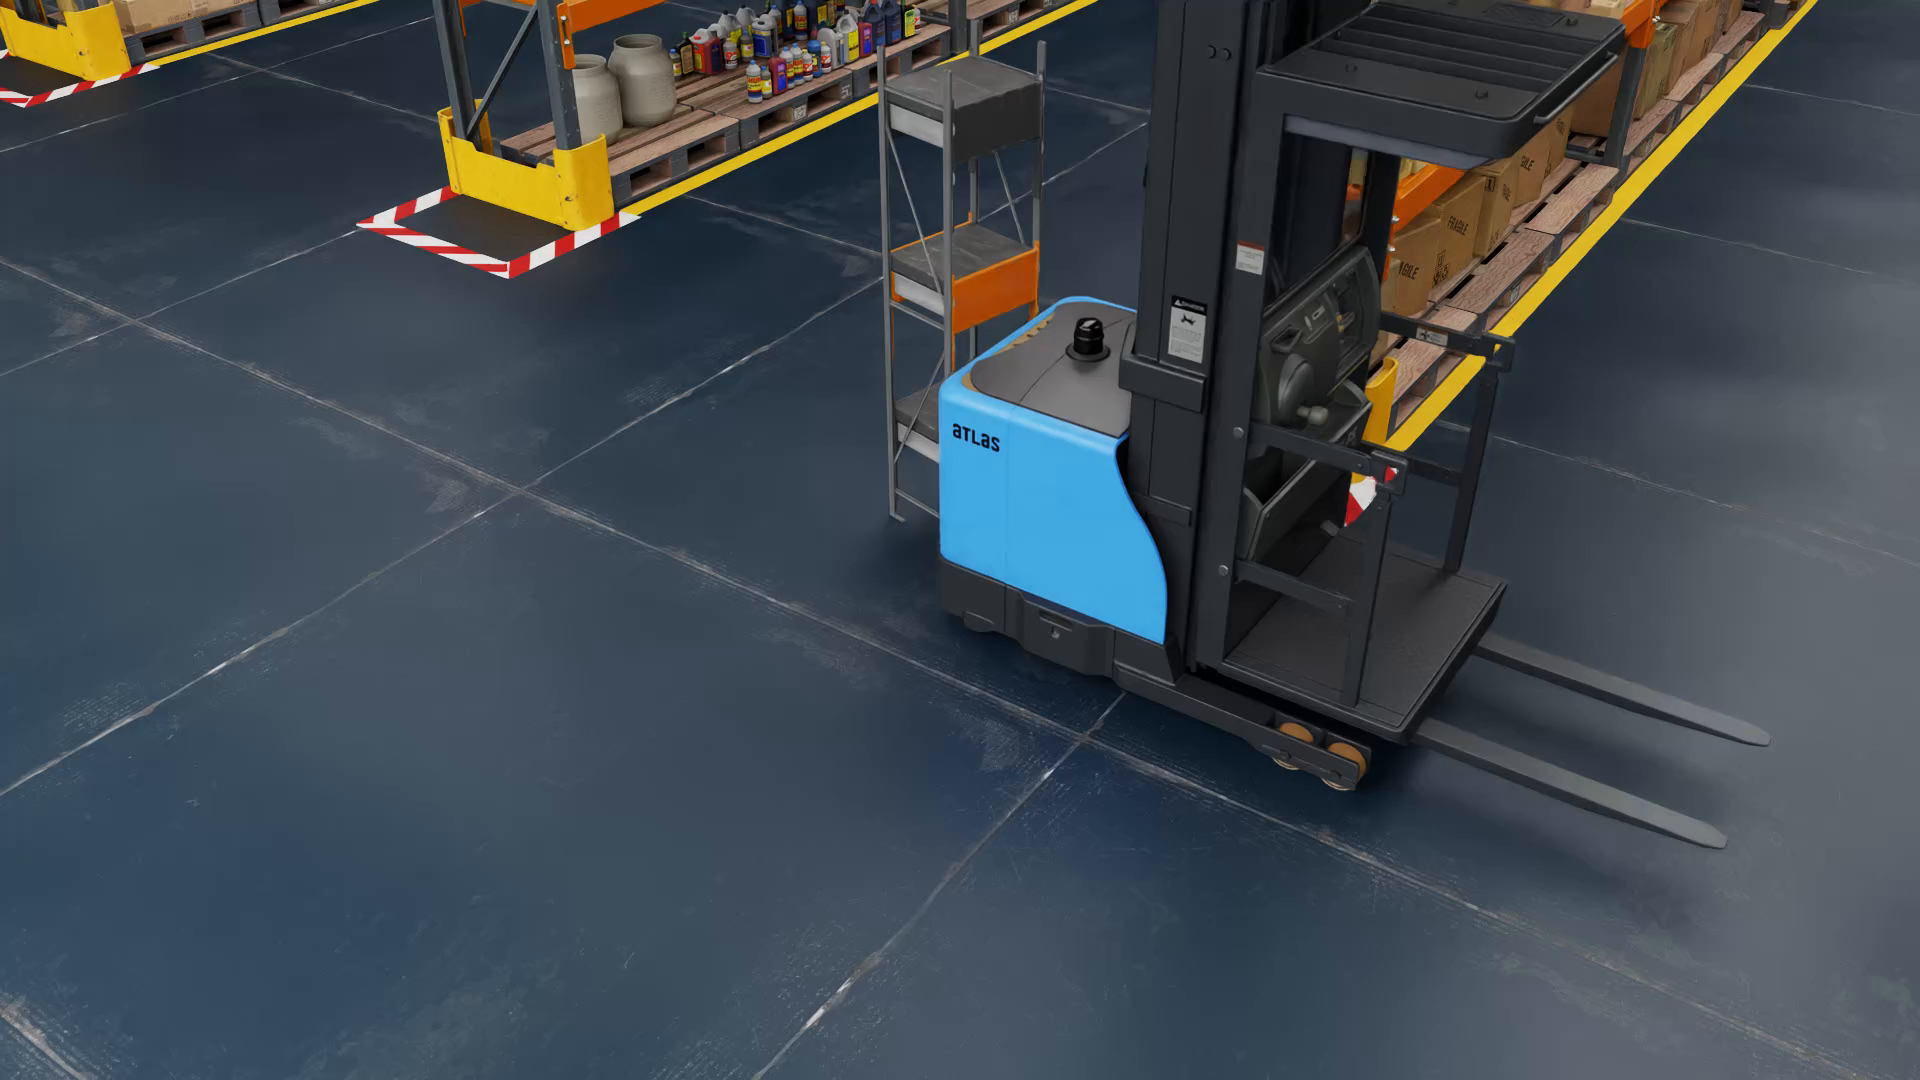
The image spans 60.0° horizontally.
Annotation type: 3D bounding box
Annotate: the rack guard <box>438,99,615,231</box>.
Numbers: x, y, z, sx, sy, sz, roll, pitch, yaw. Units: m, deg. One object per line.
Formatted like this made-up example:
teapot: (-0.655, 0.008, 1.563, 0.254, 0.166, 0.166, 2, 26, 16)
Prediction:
rack guard: (-2.670, -2.315, 10.228, 1.175, 0.500, 0.348, 21, 39, 28)

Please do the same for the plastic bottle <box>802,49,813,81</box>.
plastic bottle: (-1.076, -3.308, 11.569, 0.097, 0.201, 0.097, 0, 34, 0)

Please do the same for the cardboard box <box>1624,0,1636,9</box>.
cardboard box: (3.644, -3.151, 9.456, 0.380, 0.149, 0.250, 21, 39, 28)

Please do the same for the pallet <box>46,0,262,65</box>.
pallet: (-6.340, -4.095, 13.117, 1.003, 0.211, 1.213, 21, 39, 28)

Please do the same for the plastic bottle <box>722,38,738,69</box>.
plastic bottle: (-1.629, -3.449, 11.778, 0.097, 0.201, 0.097, 0, 34, 0)

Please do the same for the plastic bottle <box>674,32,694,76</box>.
plastic bottle: (-1.936, -3.403, 11.636, 0.061, 0.283, 0.133, 22, 40, 29)

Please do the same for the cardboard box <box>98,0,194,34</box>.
cardboard box: (-6.253, -4.095, 12.708, 0.500, 0.250, 0.500, 21, 39, 28)

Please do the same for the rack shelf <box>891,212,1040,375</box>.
rack shelf: (0.007, -0.984, 6.856, 0.480, 0.518, 0.431, -28, 43, -34)

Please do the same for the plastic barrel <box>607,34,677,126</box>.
plastic barrel: (-2.076, -3.002, 10.858, 0.421, 0.512, 0.421, 0, 34, 0)

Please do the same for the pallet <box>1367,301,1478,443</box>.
pallet: (1.930, -0.961, 8.483, 1.003, 0.211, 1.213, 21, 39, 28)

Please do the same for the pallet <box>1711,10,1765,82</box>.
pallet: (5.509, -3.886, 12.808, 1.003, 0.211, 1.213, 21, 39, 28)

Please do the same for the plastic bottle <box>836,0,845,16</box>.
plastic bottle: (-0.936, -4.187, 12.807, 0.097, 0.271, 0.097, 0, 34, 0)

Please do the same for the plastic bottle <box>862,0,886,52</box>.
plastic bottle: (-0.634, -3.750, 12.089, 0.144, 0.351, 0.185, 19, 39, 26)

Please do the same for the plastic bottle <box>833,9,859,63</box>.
plastic bottle: (-0.818, -3.601, 11.870, 0.144, 0.351, 0.185, 21, 39, 28)

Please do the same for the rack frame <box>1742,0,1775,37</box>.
rack frame: (5.956, -5.400, 12.558, 1.000, 3.000, 0.127, 21, 39, 28)

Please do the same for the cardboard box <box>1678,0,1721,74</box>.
cardboard box: (4.967, -3.710, 11.897, 0.700, 0.500, 0.500, 25, 41, 32)

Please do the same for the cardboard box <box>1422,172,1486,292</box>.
cardboard box: (2.450, -1.707, 8.954, 0.500, 0.500, 0.500, 25, 42, 32)

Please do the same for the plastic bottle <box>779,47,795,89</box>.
plastic bottle: (-1.189, -3.245, 11.414, 0.097, 0.271, 0.097, 0, 34, 0)

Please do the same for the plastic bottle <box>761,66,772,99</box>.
plastic bottle: (-1.326, -3.106, 11.271, 0.097, 0.201, 0.097, 0, 34, 0)

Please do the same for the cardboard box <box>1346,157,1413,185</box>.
cardboard box: (1.753, -1.670, 7.266, 0.380, 0.149, 0.250, 21, 39, 28)

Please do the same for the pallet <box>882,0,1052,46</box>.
pallet: (0.022, -4.360, 13.509, 1.003, 0.211, 1.213, 21, 39, 28)

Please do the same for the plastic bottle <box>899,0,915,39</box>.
plastic bottle: (-0.397, -3.872, 12.330, 0.061, 0.283, 0.133, 23, 41, 30)

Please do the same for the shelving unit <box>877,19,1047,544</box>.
shelving unit: (0.007, -0.996, 6.848, 0.503, 2.100, 0.431, -28, 43, -34)

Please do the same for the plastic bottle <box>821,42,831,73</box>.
plastic bottle: (-0.958, -3.403, 11.709, 0.097, 0.201, 0.097, 0, 34, 0)

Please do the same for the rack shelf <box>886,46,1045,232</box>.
rack shelf: (0.007, -1.564, 6.464, 0.480, 0.518, 0.431, -28, 43, -34)

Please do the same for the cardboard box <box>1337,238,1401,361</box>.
cardboard box: (1.764, -1.139, 8.114, 0.500, 0.500, 0.500, -29, 43, -35)

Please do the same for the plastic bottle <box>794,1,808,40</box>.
plastic bottle: (-1.178, -3.849, 12.307, 0.097, 0.271, 0.097, 0, 34, 0)

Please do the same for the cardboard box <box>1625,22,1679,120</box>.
cardboard box: (4.330, -3.196, 11.136, 0.700, 0.500, 0.500, 21, 39, 28)

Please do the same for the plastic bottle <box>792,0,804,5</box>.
plastic bottle: (-1.195, -3.988, 12.441, 0.144, 0.351, 0.185, 22, 40, 29)

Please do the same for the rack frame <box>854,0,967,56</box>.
rack frame: (-0.394, -5.142, 12.175, 1.000, 3.000, 0.127, 21, 39, 28)

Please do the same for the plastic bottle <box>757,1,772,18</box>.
plastic bottle: (-1.431, -3.810, 12.239, 0.061, 0.283, 0.133, 23, 40, 30)

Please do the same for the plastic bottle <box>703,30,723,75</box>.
plastic bottle: (-1.733, -3.417, 11.657, 0.061, 0.283, 0.133, 21, 39, 28)

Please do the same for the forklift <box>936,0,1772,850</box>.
forklift: (1.409, -0.663, 5.614, 3.031, 2.935, 1.130, 21, 39, 28)

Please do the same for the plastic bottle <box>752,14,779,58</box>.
plastic bottle: (-1.409, -3.638, 11.991, 0.152, 0.276, 0.135, 21, 39, 28)

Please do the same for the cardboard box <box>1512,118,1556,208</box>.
cardboard box: (3.094, -2.261, 9.772, 0.500, 0.500, 0.500, -23, 40, -30)

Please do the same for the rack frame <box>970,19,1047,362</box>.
rack frame: (0.185, -1.089, 6.986, 0.015, 2.100, 0.400, -28, 43, -34)

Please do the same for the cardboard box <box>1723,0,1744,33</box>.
cardboard box: (5.590, -4.233, 12.670, 0.700, 0.500, 0.500, 19, 38, 26)

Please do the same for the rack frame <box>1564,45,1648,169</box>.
rack frame: (3.675, -3.560, 9.836, 1.000, 3.000, 0.127, 21, 39, 28)

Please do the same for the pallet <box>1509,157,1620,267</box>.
pallet: (3.321, -2.084, 10.143, 1.003, 0.211, 1.213, 21, 39, 28)

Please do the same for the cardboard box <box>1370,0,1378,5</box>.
cardboard box: (1.932, -2.464, 6.968, 0.500, 0.500, 0.500, 21, 39, 28)

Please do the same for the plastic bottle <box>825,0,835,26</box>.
plastic bottle: (-1.010, -4.001, 12.521, 0.061, 0.283, 0.133, 21, 39, 28)

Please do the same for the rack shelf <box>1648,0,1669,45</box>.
rack shelf: (4.816, -4.182, 11.399, 1.077, 0.370, 4.000, 21, 39, 28)

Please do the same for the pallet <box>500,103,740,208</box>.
pallet: (-2.202, -2.568, 10.859, 1.003, 0.211, 1.213, 21, 39, 28)

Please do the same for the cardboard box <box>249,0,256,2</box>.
cardboard box: (-5.686, -4.557, 13.390, 0.500, 0.250, 0.500, 21, 39, 28)

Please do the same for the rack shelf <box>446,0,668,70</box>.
rack shelf: (-1.534, -3.923, 11.016, 1.077, 0.370, 4.000, 21, 39, 28)

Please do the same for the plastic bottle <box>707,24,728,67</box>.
plastic bottle: (-1.742, -3.511, 11.803, 0.152, 0.276, 0.135, 20, 39, 27)

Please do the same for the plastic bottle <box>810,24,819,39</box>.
plastic bottle: (-1.001, -3.534, 11.830, 0.061, 0.283, 0.133, 21, 39, 28)

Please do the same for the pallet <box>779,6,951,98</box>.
pallet: (-0.811, -3.691, 12.519, 1.003, 0.211, 1.213, 21, 39, 28)

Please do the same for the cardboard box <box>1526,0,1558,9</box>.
cardboard box: (2.532, -2.839, 8.415, 0.875, 0.500, 0.500, 21, 39, 28)

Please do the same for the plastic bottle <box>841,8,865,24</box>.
plastic bottle: (-0.770, -3.755, 12.163, 0.152, 0.276, 0.135, 21, 39, 28)

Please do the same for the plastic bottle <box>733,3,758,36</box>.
plastic bottle: (-1.545, -3.705, 12.023, 0.144, 0.351, 0.185, 21, 39, 28)
